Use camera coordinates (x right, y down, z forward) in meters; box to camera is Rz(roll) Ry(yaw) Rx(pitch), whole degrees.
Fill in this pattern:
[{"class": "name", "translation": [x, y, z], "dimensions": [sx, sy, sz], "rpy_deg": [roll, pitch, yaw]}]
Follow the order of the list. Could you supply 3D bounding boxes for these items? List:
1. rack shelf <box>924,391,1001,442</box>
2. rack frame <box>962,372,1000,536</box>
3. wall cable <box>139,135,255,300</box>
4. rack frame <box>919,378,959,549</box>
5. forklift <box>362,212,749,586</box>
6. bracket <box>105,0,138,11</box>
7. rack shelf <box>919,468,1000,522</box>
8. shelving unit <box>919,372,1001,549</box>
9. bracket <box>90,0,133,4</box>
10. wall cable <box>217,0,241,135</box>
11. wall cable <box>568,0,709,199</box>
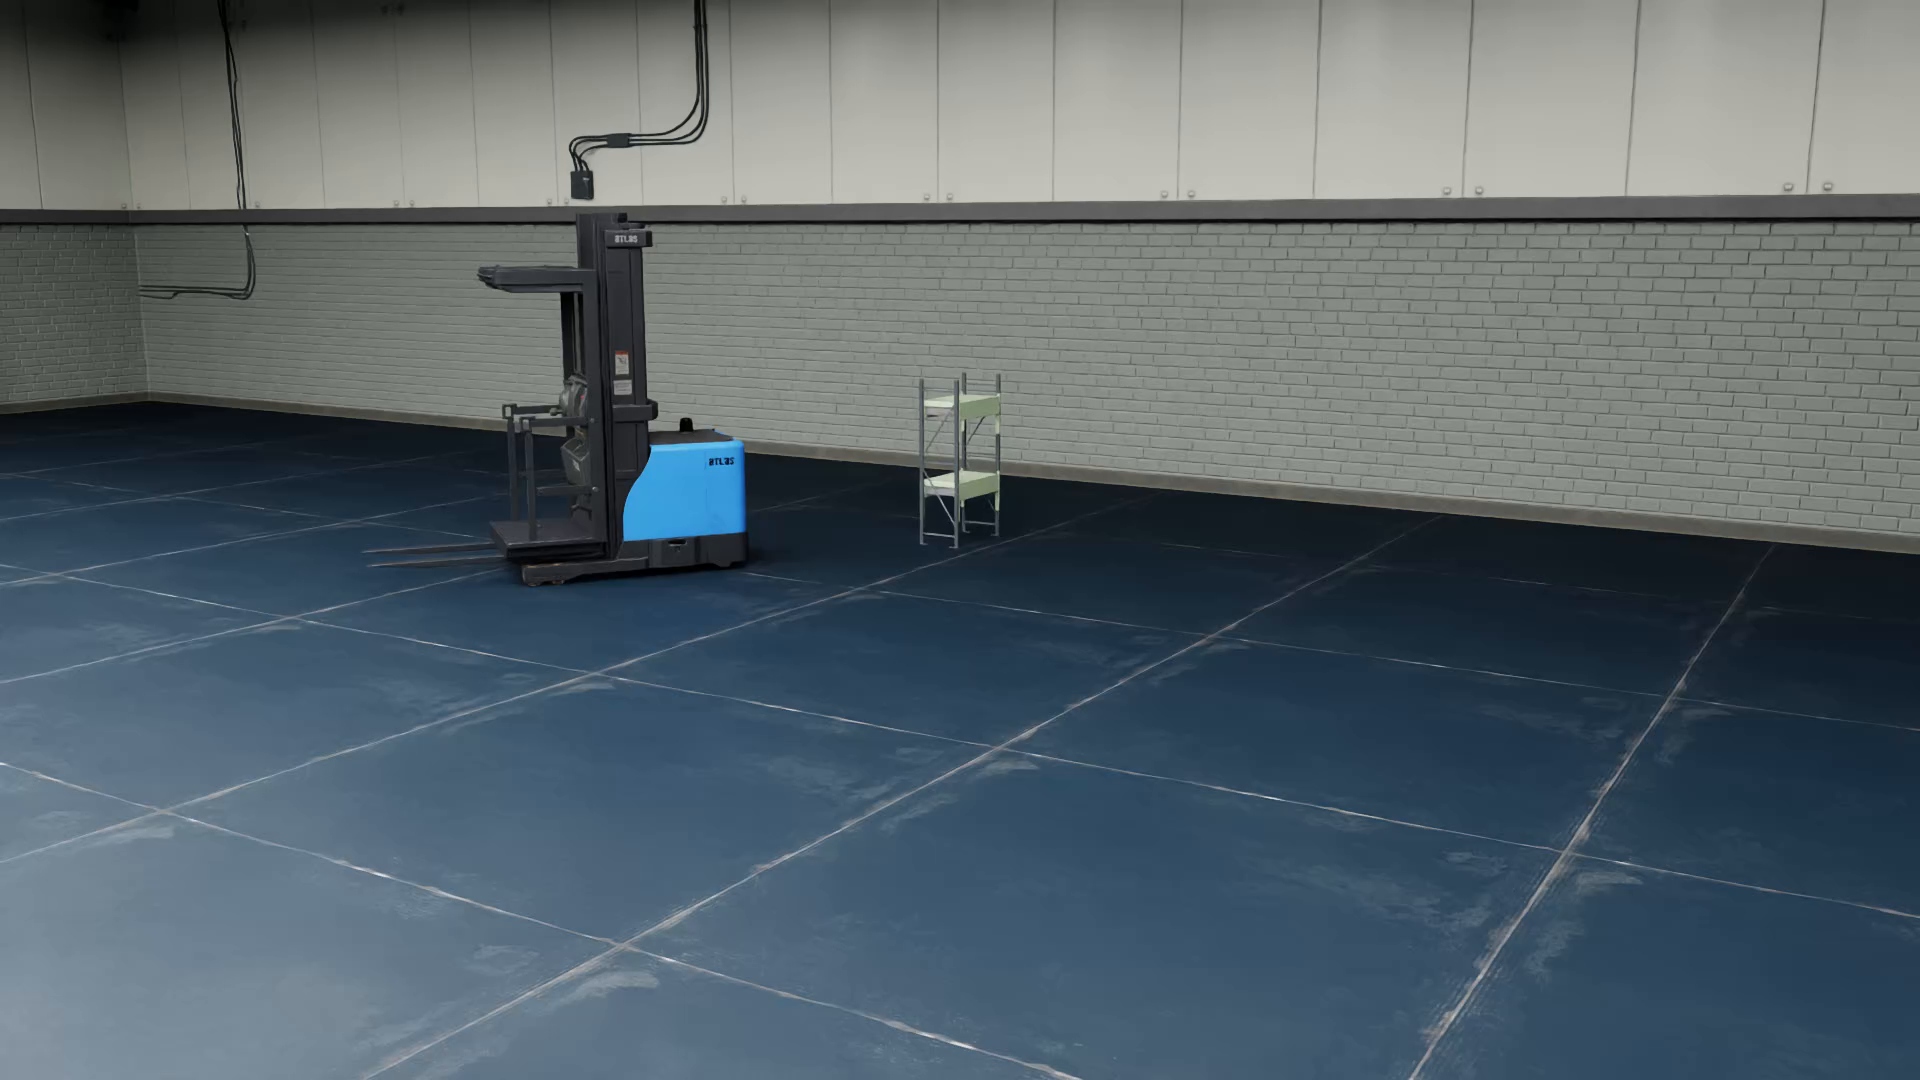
[{"class": "rack shelf", "translation": [0.003, -1.122, 15.046], "dimensions": [0.431, 0.370, 0.720], "rpy_deg": [6, 12, 31]}, {"class": "rack frame", "translation": [0.193, -0.796, 15.425], "dimensions": [0.400, 1.500, 0.023], "rpy_deg": [6, 12, 31]}, {"class": "wall cable", "translation": [-12.238, -5.071, 26.320], "dimensions": [3.097, 2.526, 0.112], "rpy_deg": [6, 12, 31]}, {"class": "rack frame", "translation": [-0.187, -0.681, 14.810], "dimensions": [0.400, 1.500, 0.023], "rpy_deg": [6, 12, 31]}, {"class": "forklift", "translation": [-3.347, -1.182, 13.597], "dimensions": [3.031, 2.935, 1.130], "rpy_deg": [-4, 11, -22]}, {"class": "bracket", "translation": [-13.148, -8.433, 26.061], "dimensions": [0.235, 0.232, 0.430], "rpy_deg": [6, 12, 31]}, {"class": "rack shelf", "translation": [0.003, -0.418, 15.178], "dimensions": [0.431, 0.370, 0.720], "rpy_deg": [6, 12, 31]}, {"class": "shelving unit", "translation": [0.003, -0.738, 15.118], "dimensions": [0.431, 1.500, 0.755], "rpy_deg": [6, 12, 31]}, {"class": "bracket", "translation": [-13.455, -8.341, 25.565], "dimensions": [0.076, 0.066, 3.189], "rpy_deg": [6, 12, 31]}, {"class": "wall cable", "translation": [-9.926, -7.295, 24.474], "dimensions": [3.097, 2.526, 0.112], "rpy_deg": [6, 12, 31]}, {"class": "wall cable", "translation": [-4.132, -7.359, 20.863], "dimensions": [2.305, 6.003, 0.169], "rpy_deg": [6, 12, 31]}]
